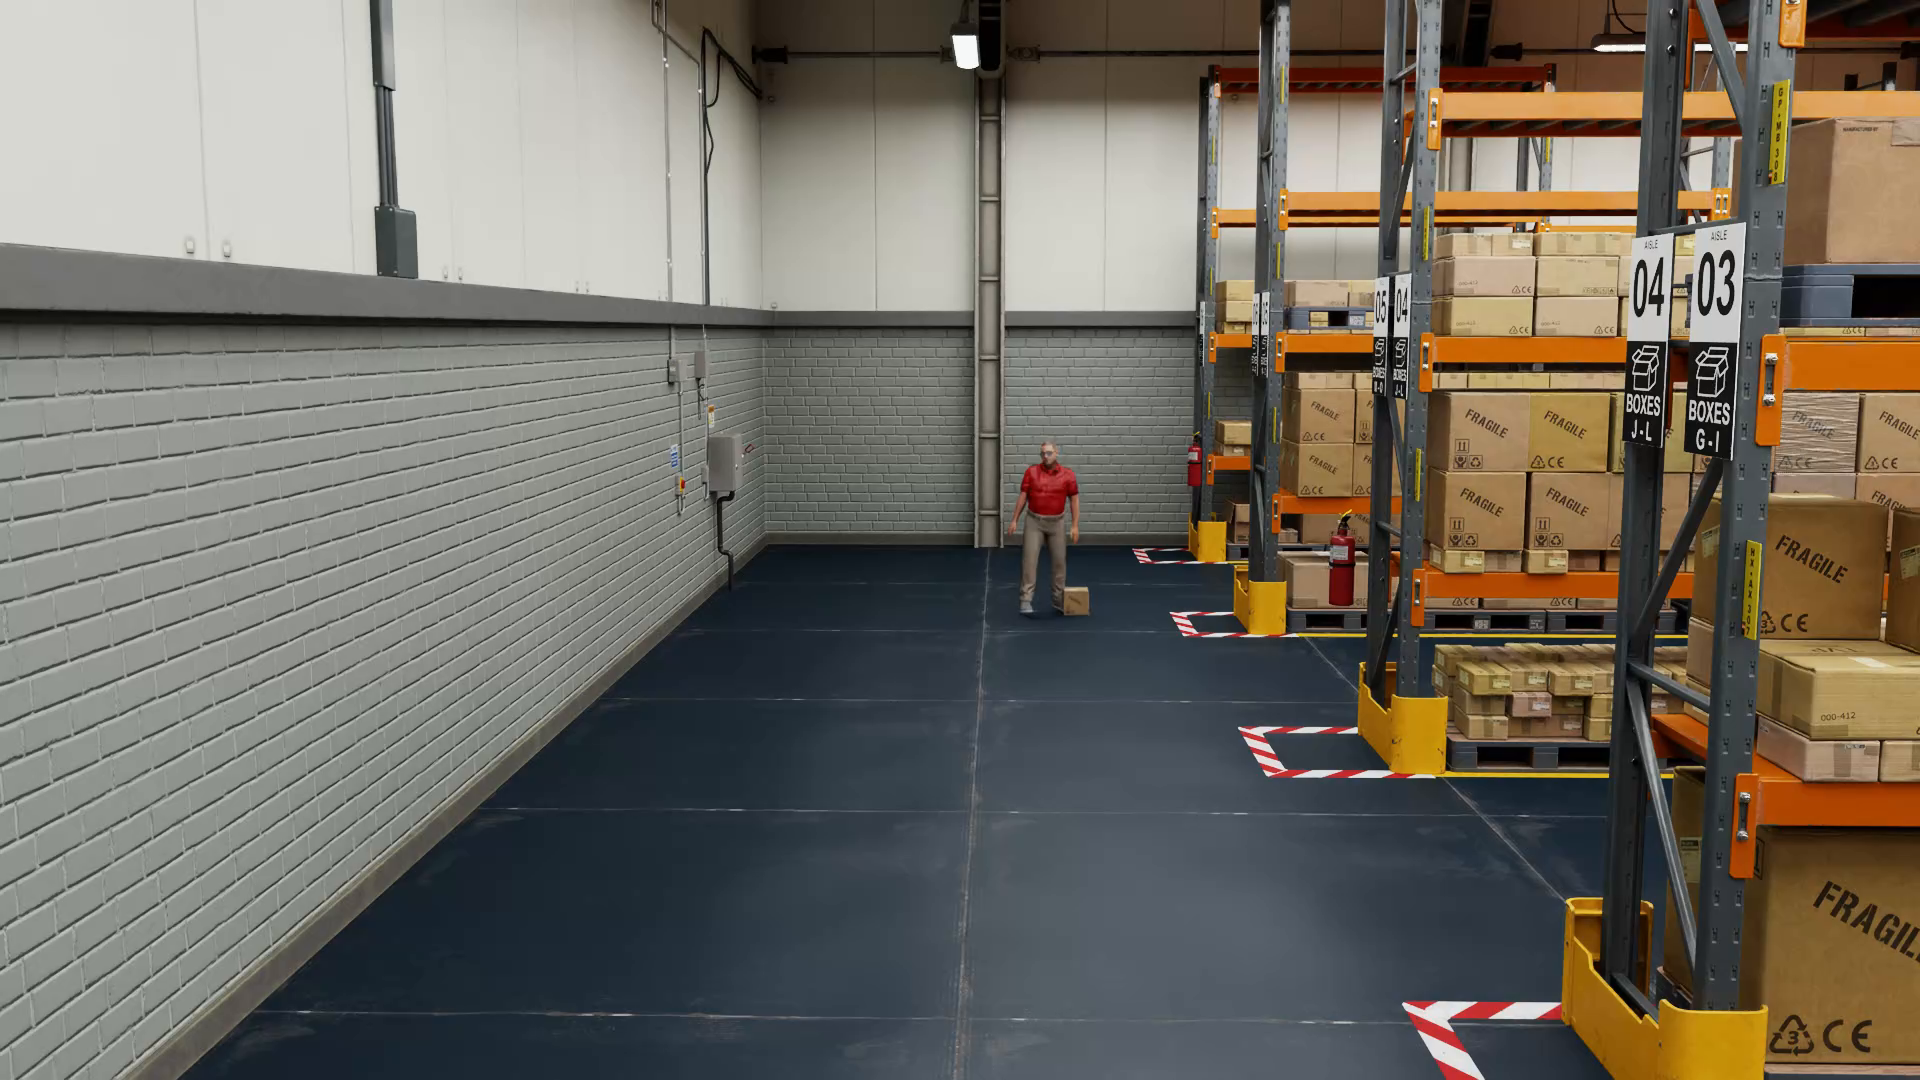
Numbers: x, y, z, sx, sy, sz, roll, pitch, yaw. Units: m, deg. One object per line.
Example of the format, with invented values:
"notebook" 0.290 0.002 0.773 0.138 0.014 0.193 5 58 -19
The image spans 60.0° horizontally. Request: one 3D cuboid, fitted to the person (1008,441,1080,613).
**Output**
"person" 0.839 -0.126 16.645 0.716 1.728 0.533 0 7 2
